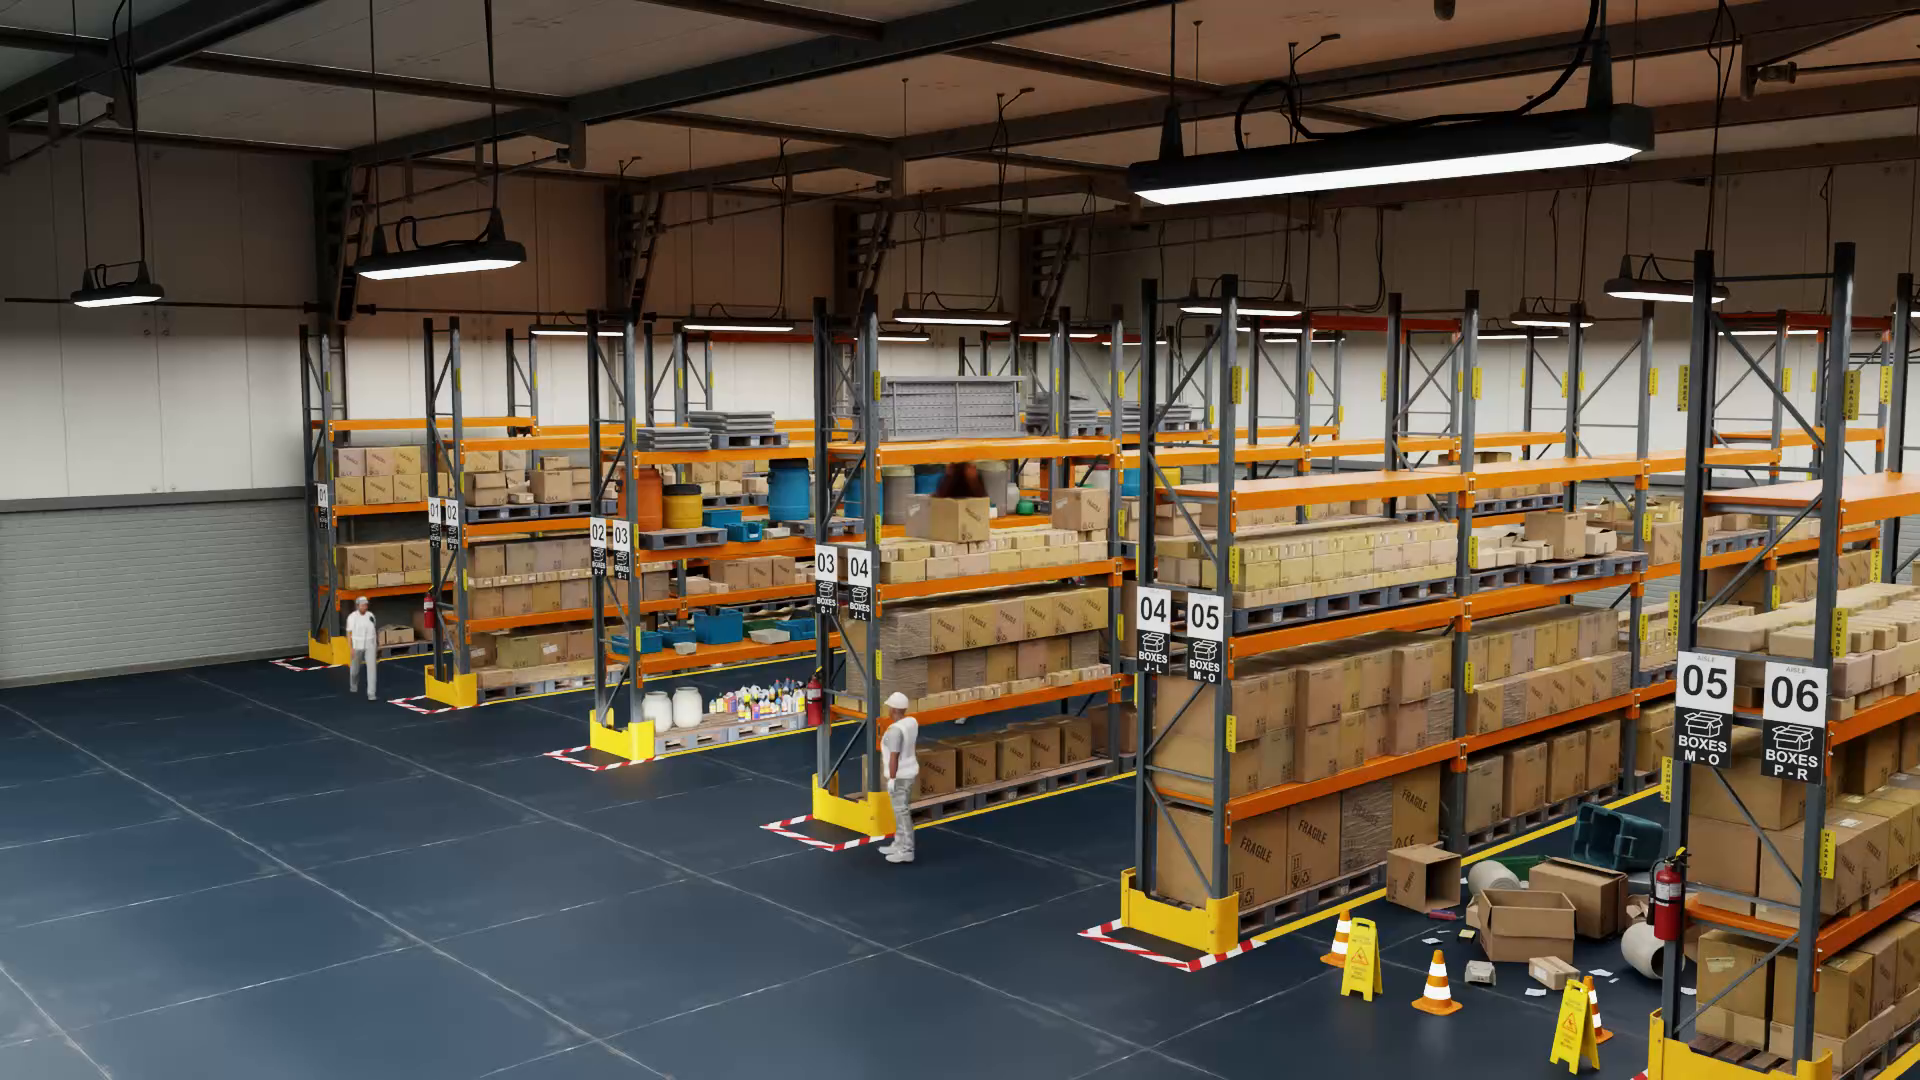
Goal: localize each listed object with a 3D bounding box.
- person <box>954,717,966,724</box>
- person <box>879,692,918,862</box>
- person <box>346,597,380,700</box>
[{"bbox_3d":[0.098,1.846,24.617,0.454,1.645,0.846,3,7,31],"label":"person"},{"bbox_3d":[-0.688,2.495,17.569,0.473,1.797,0.573,2,6,16],"label":"person"},{"bbox_3d":[-9.462,1.693,26.354,0.493,1.615,0.865,-2,6,-23],"label":"person"}]
